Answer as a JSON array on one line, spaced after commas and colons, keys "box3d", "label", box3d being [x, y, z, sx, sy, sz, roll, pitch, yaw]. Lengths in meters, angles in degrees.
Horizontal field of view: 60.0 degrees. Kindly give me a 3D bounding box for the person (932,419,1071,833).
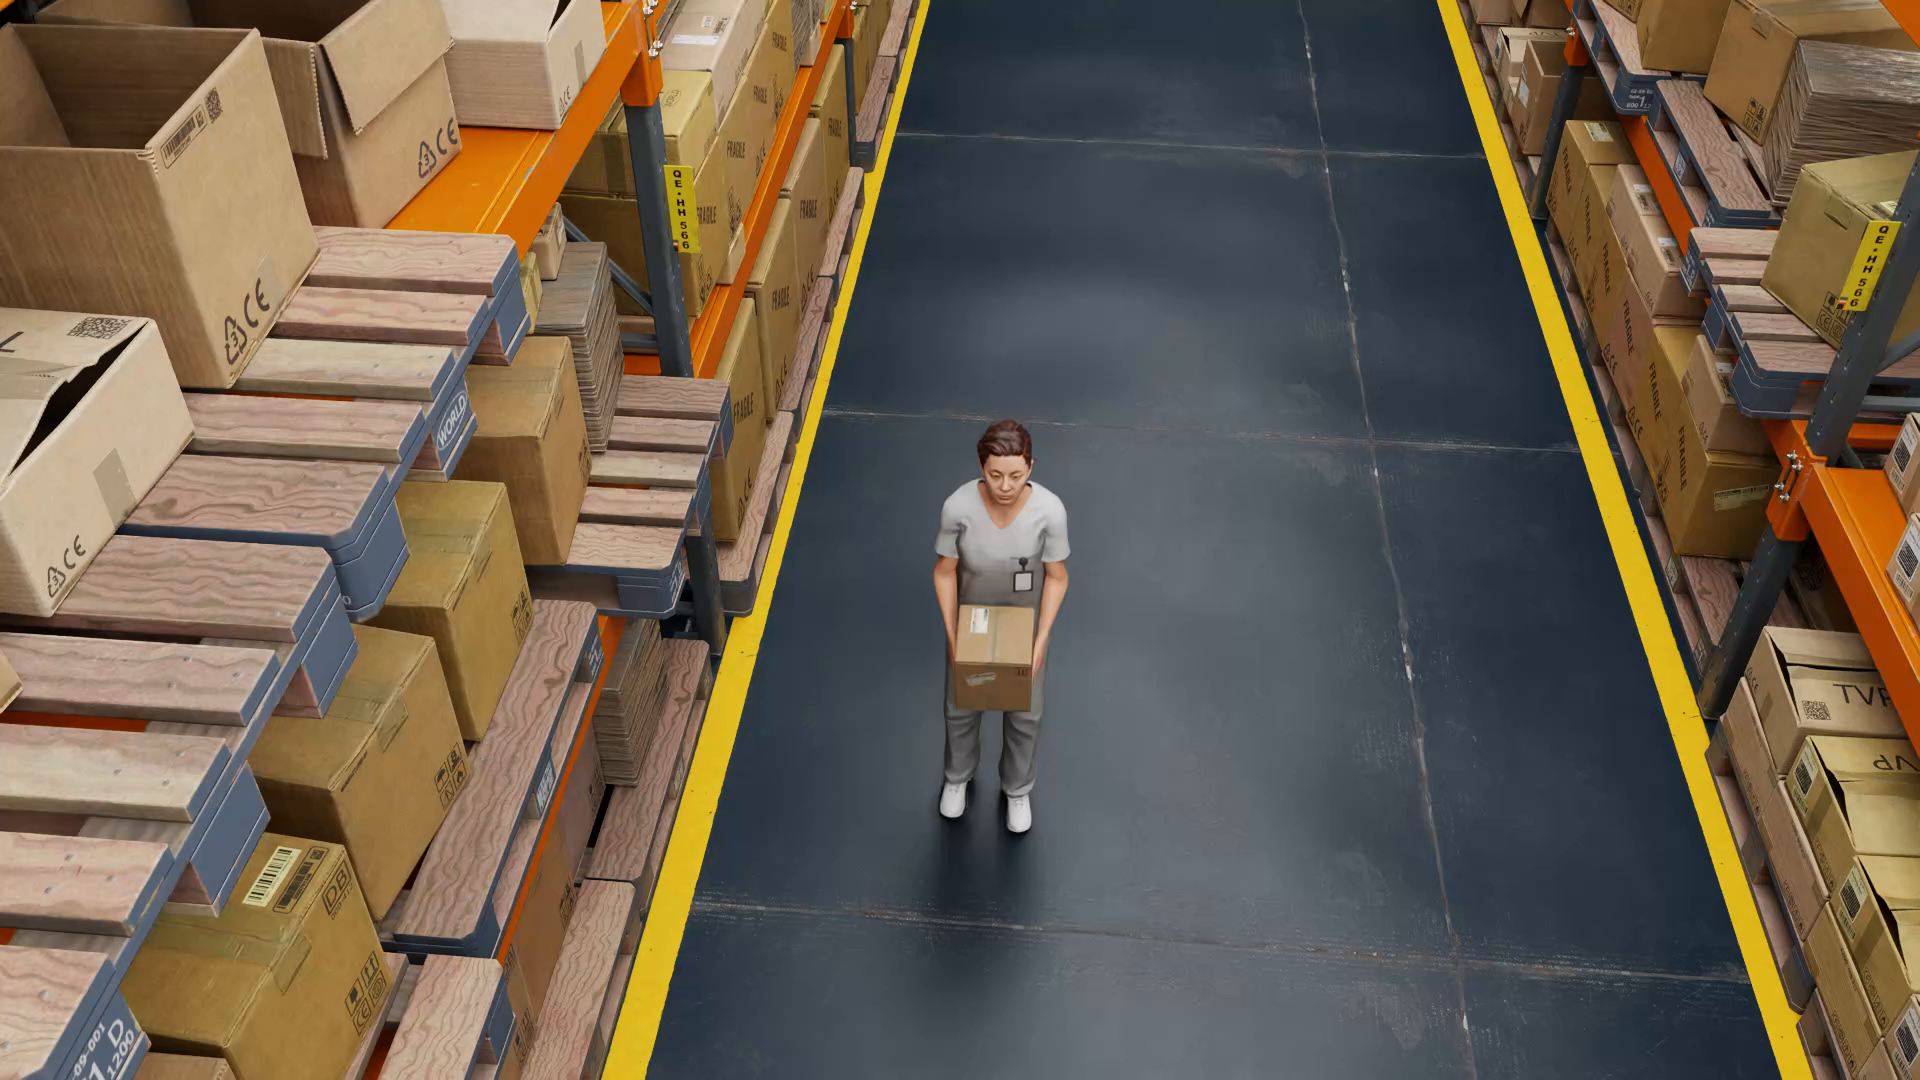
[{"box3d": [0.136, 0.333, 5.763, 0.463, 1.675, 0.490, 3, 40, 3], "label": "person"}]
